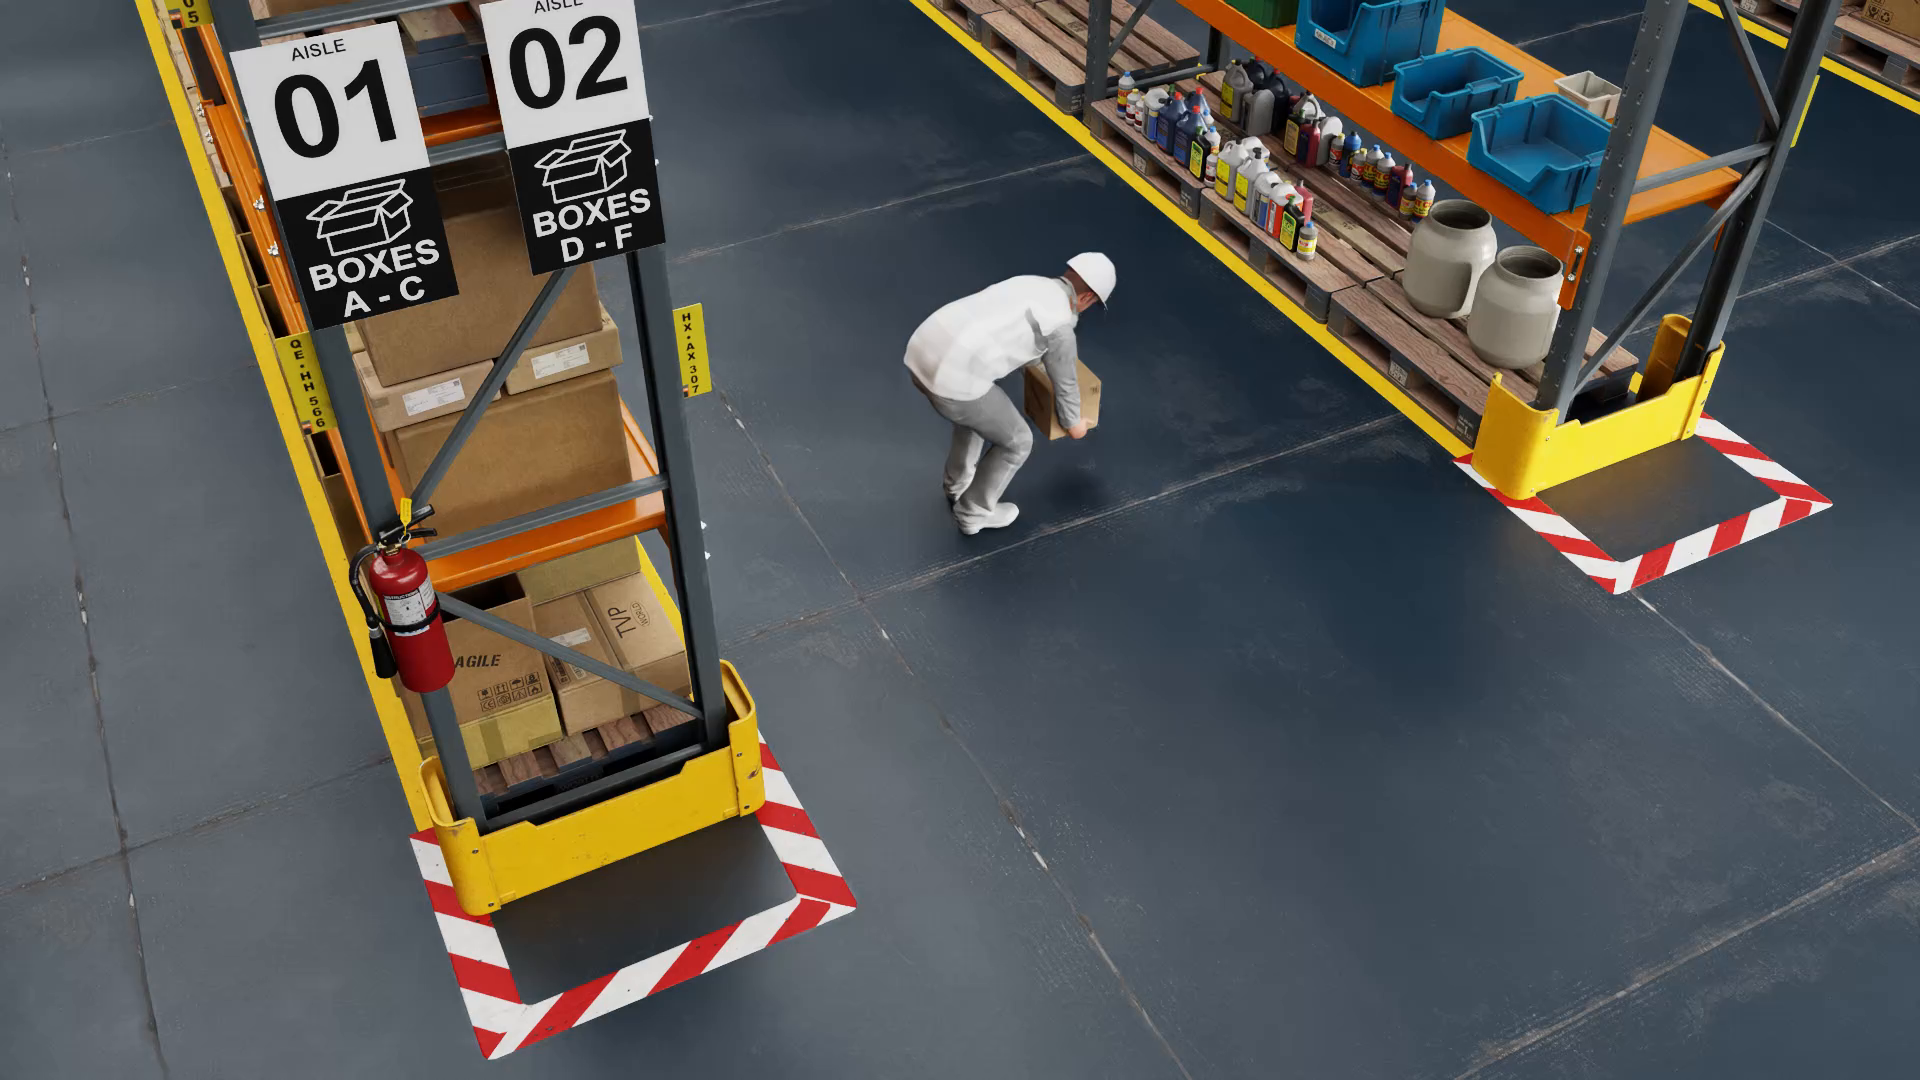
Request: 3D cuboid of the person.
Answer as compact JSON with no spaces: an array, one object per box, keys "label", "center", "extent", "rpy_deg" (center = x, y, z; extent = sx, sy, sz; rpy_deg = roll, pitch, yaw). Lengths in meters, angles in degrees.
[{"label":"person","center":[0.243,-0.657,7.366],"extent":[0.988,1.155,0.481],"rpy_deg":[-21,45,-22]}]
